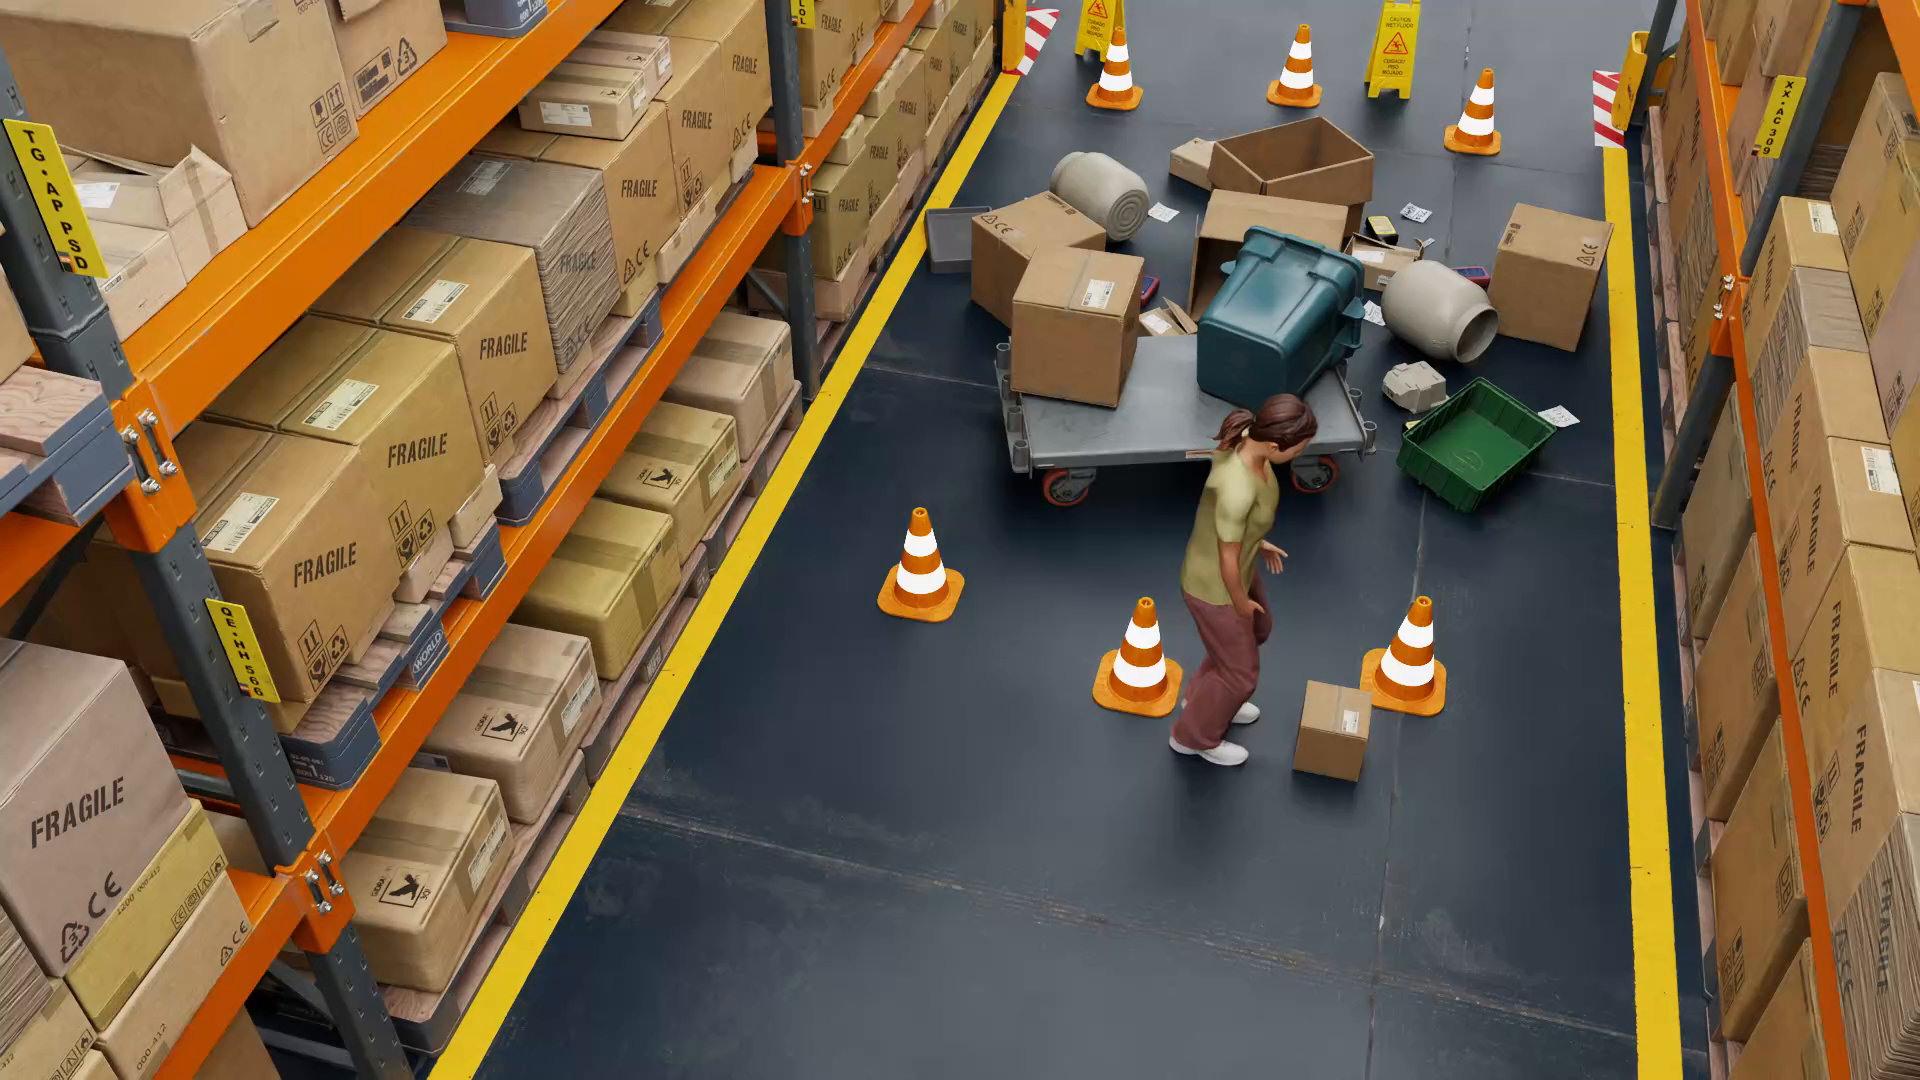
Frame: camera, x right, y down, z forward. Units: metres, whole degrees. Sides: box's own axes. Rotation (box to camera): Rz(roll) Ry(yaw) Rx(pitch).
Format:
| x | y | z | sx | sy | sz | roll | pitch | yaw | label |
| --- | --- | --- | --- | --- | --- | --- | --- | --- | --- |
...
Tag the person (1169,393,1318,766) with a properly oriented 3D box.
| x | y | z | sx | sy | sz | roll | pitch | yaw | label |
| --- | --- | --- | --- | --- | --- | --- | --- | --- | --- |
| 1.005 | 0.129 | 6.055 | 0.388 | 1.627 | 0.470 | 11 | 42 | 12 | person |
